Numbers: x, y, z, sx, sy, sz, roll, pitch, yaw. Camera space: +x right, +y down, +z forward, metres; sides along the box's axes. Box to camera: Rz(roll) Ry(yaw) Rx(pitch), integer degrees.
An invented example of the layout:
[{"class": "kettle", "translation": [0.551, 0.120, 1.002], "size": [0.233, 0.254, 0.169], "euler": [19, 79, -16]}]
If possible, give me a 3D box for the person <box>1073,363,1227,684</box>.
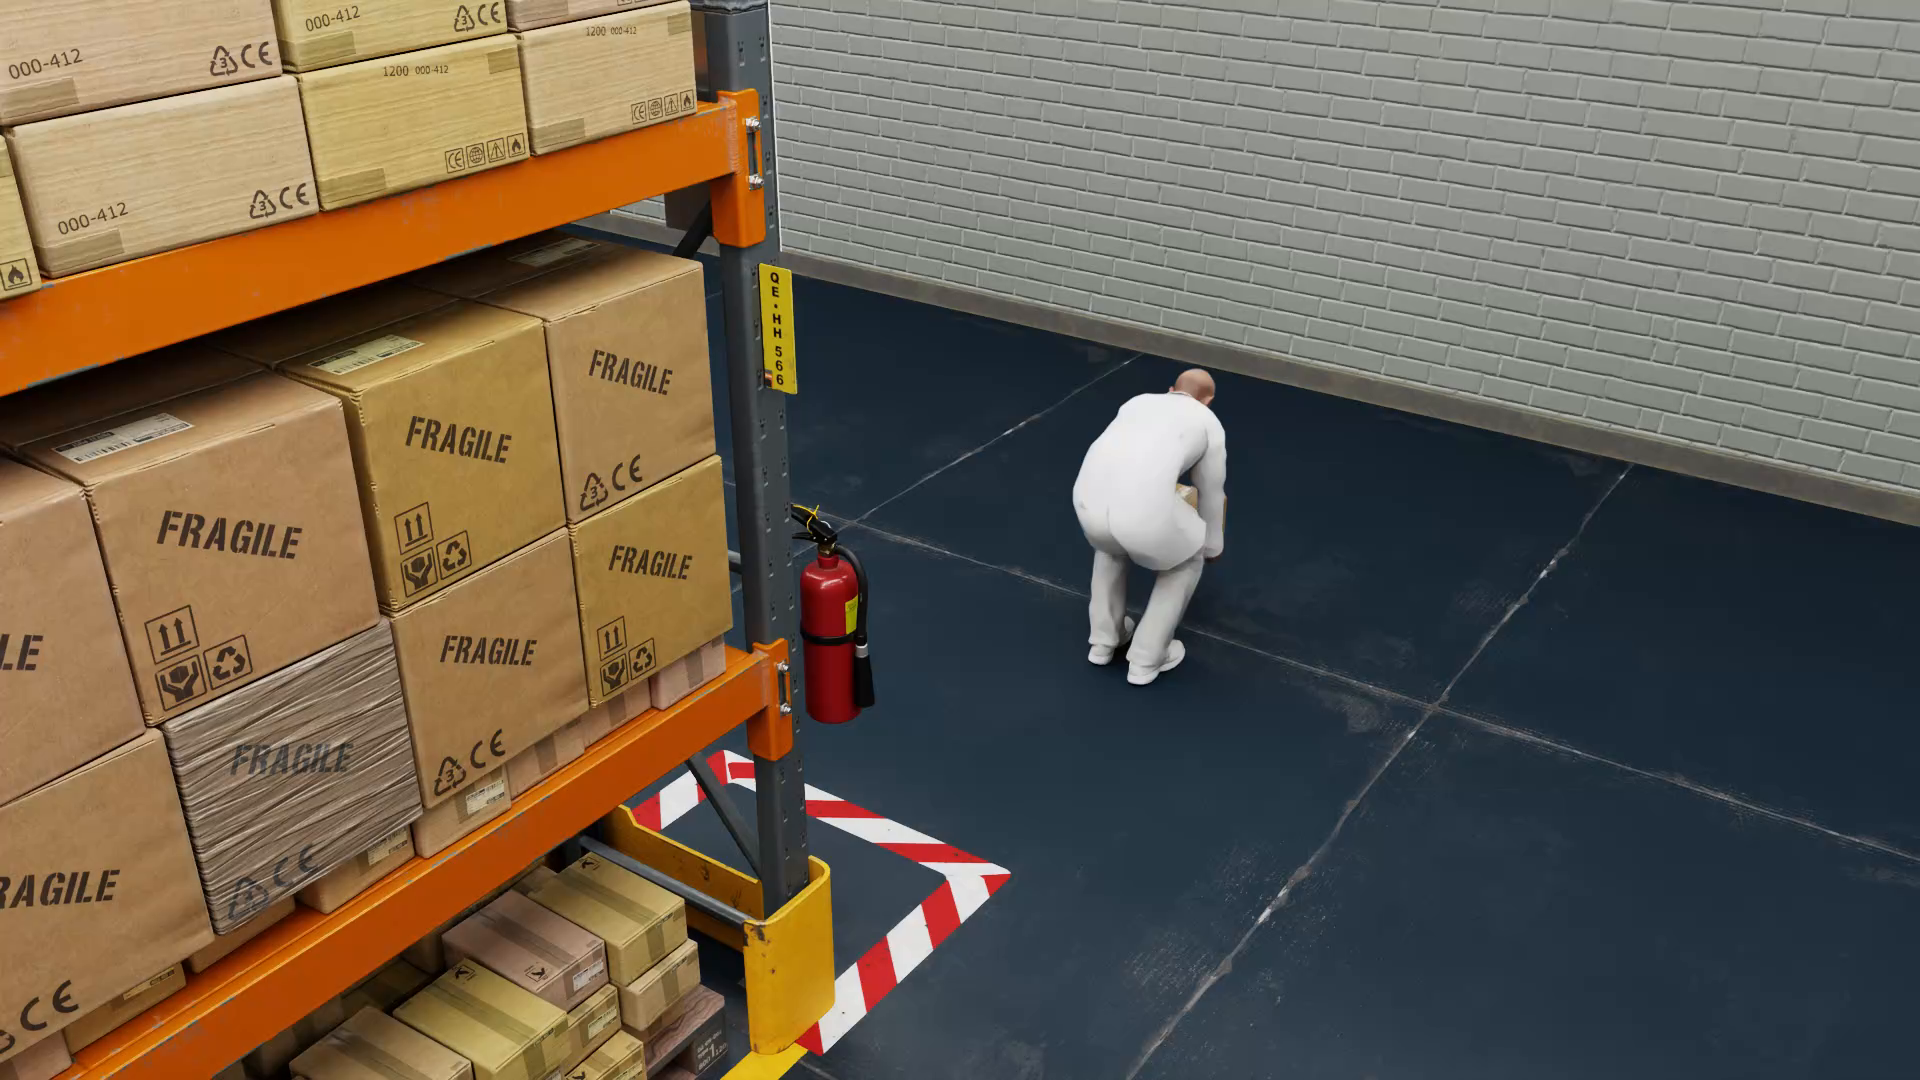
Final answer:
[{"class": "person", "translation": [0.822, -0.058, 6.978], "size": [0.575, 1.126, 0.934], "euler": [16, 31, 28]}]
